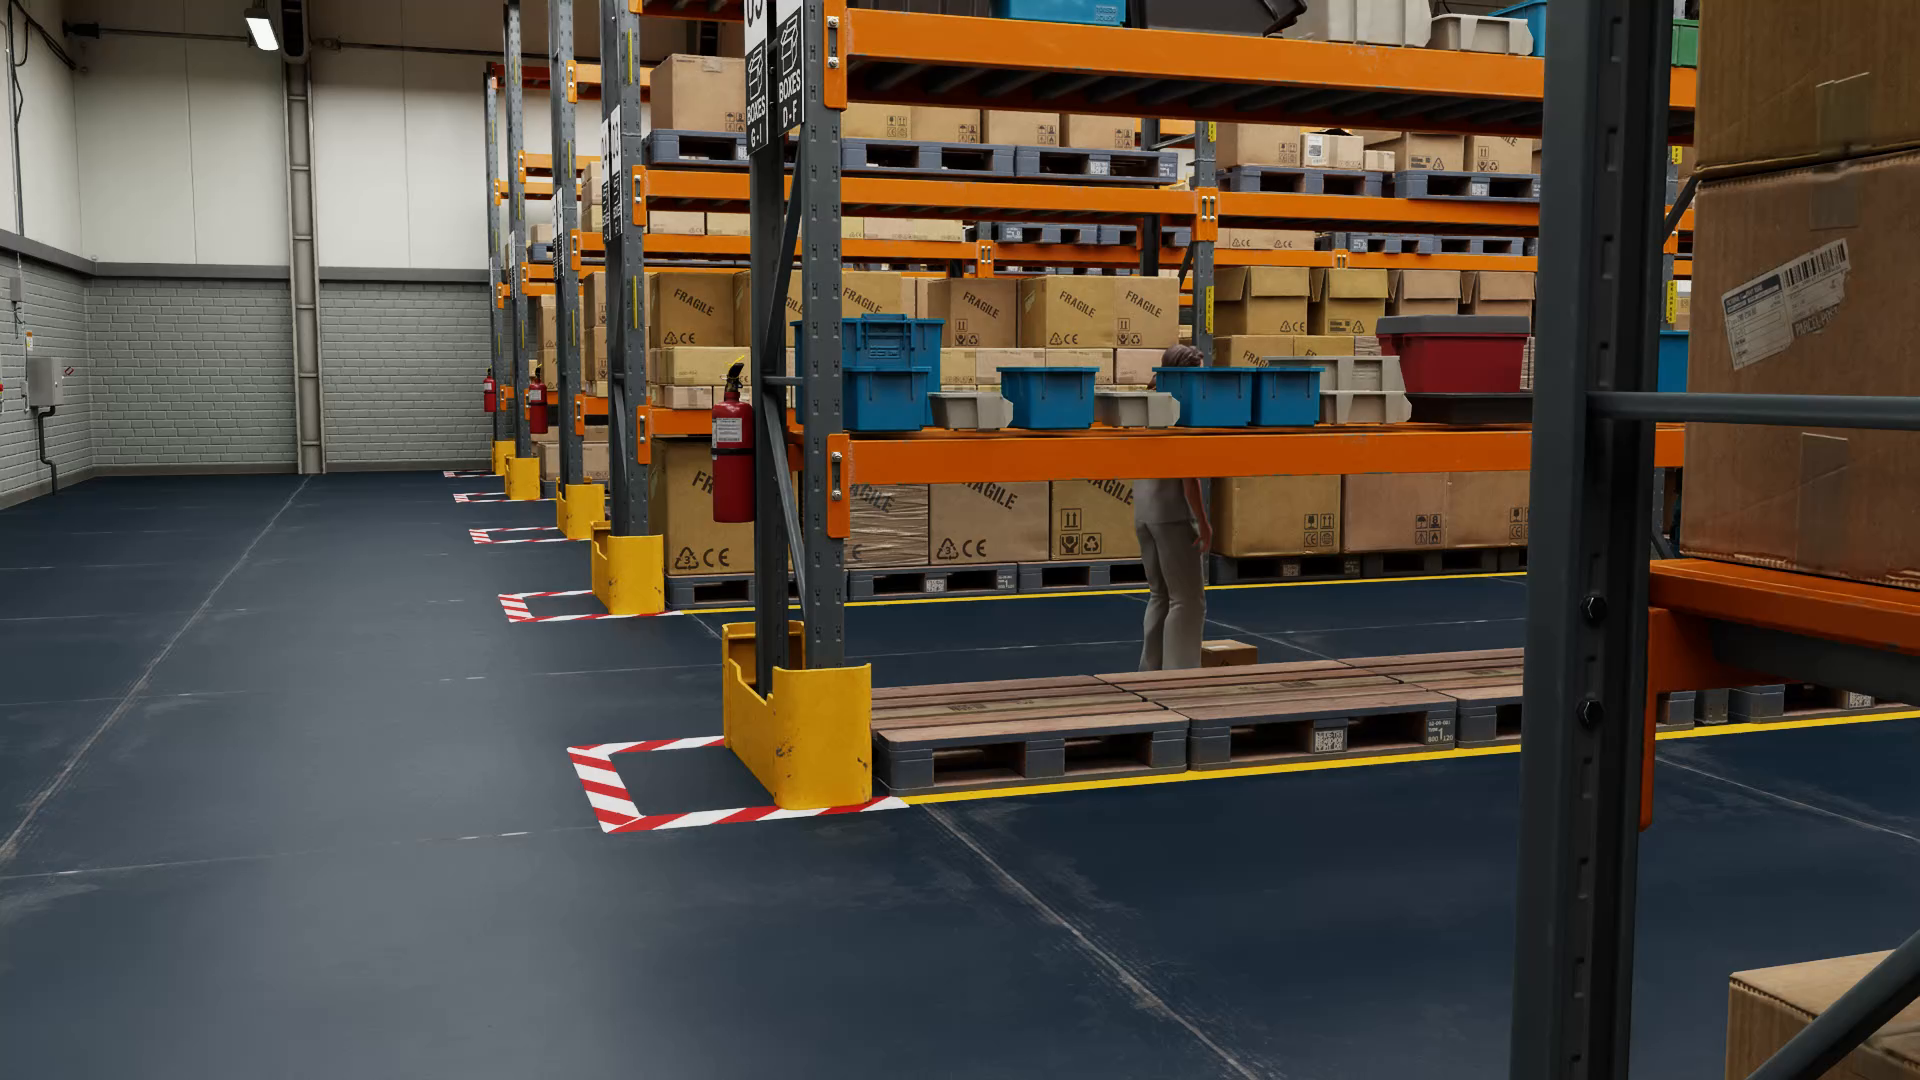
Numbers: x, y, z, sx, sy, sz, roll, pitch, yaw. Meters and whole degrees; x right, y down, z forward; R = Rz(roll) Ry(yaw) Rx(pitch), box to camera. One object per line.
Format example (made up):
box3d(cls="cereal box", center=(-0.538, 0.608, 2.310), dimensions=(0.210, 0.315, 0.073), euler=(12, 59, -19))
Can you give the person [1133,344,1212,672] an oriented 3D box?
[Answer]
box3d(cls="person", center=(0.997, -0.072, 7.735), dimensions=(0.353, 1.673, 0.506), euler=(-2, 6, -20))
